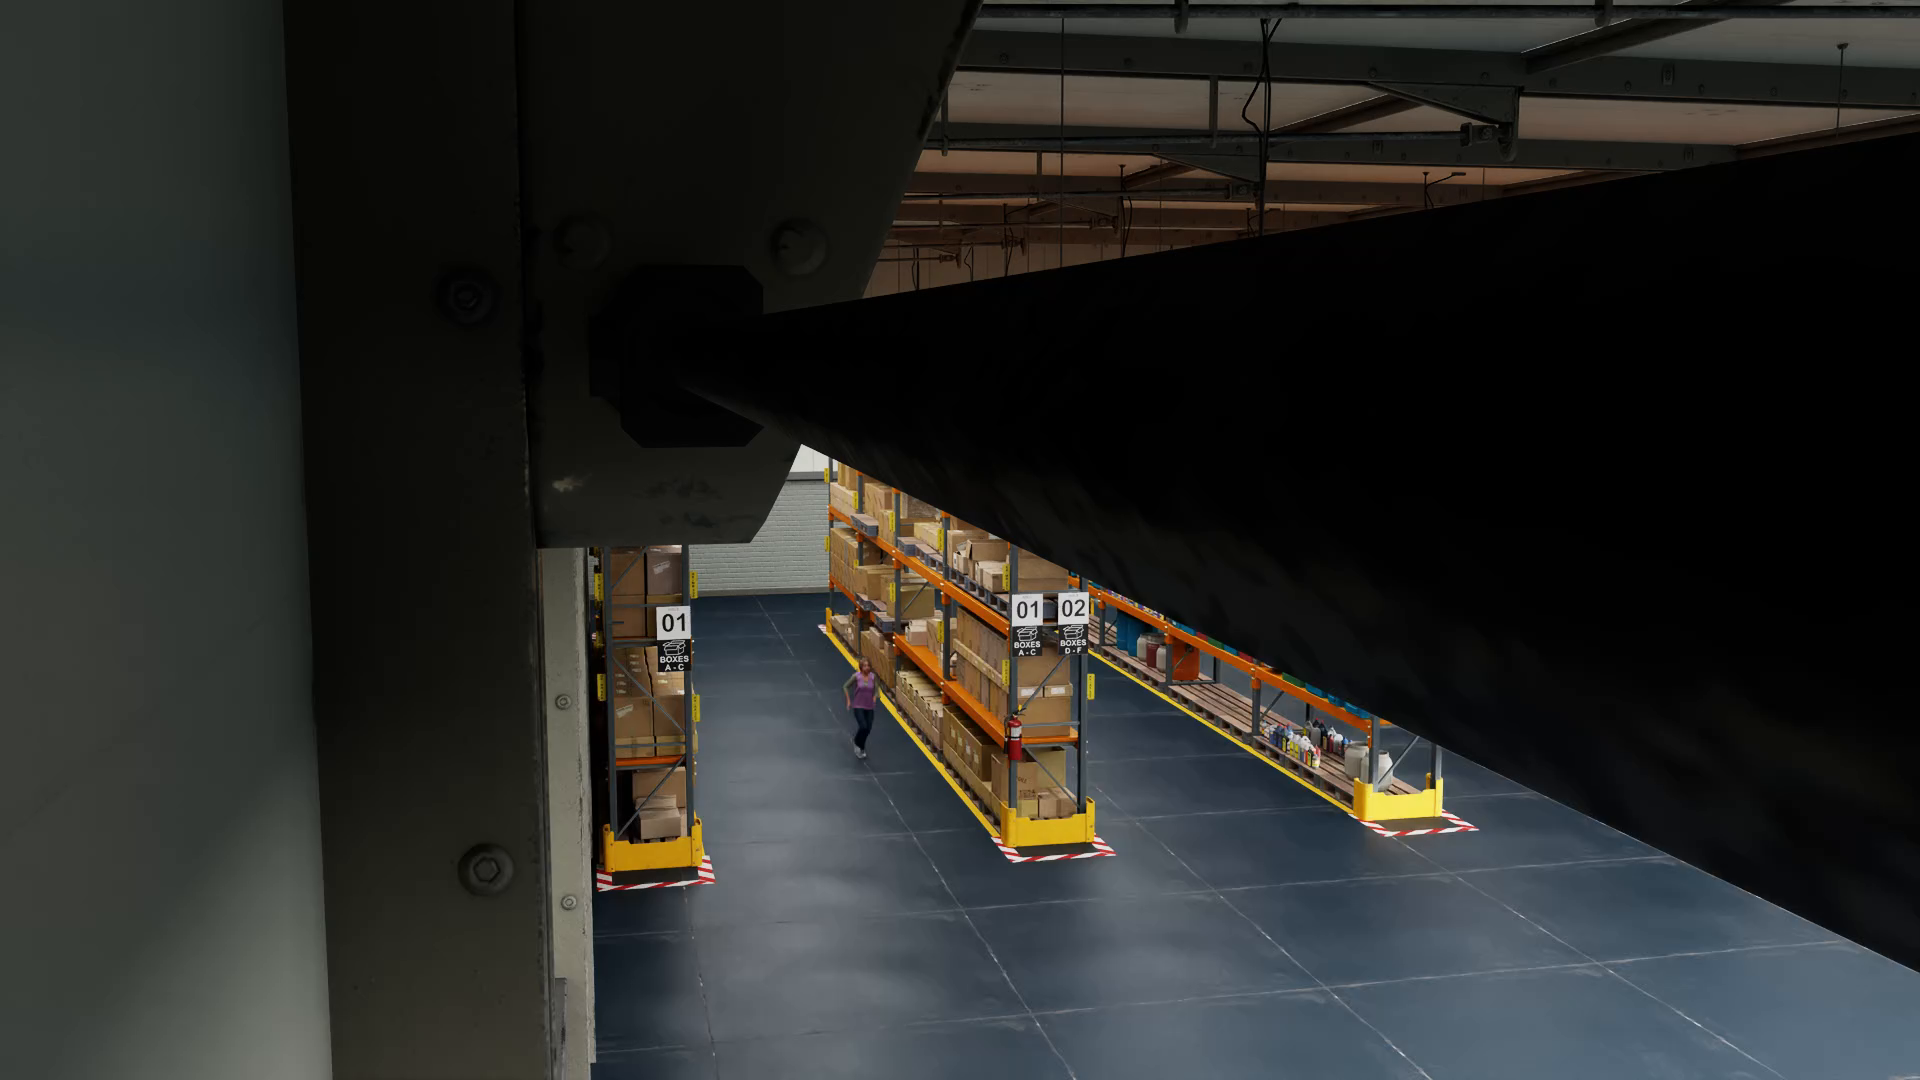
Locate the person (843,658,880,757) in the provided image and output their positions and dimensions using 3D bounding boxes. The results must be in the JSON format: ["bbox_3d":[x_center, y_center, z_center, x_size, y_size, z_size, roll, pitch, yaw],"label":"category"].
[{"bbox_3d":[-1.458,2.555,25.207,0.505,1.557,0.690,-3,7,-24],"label":"person"}]
